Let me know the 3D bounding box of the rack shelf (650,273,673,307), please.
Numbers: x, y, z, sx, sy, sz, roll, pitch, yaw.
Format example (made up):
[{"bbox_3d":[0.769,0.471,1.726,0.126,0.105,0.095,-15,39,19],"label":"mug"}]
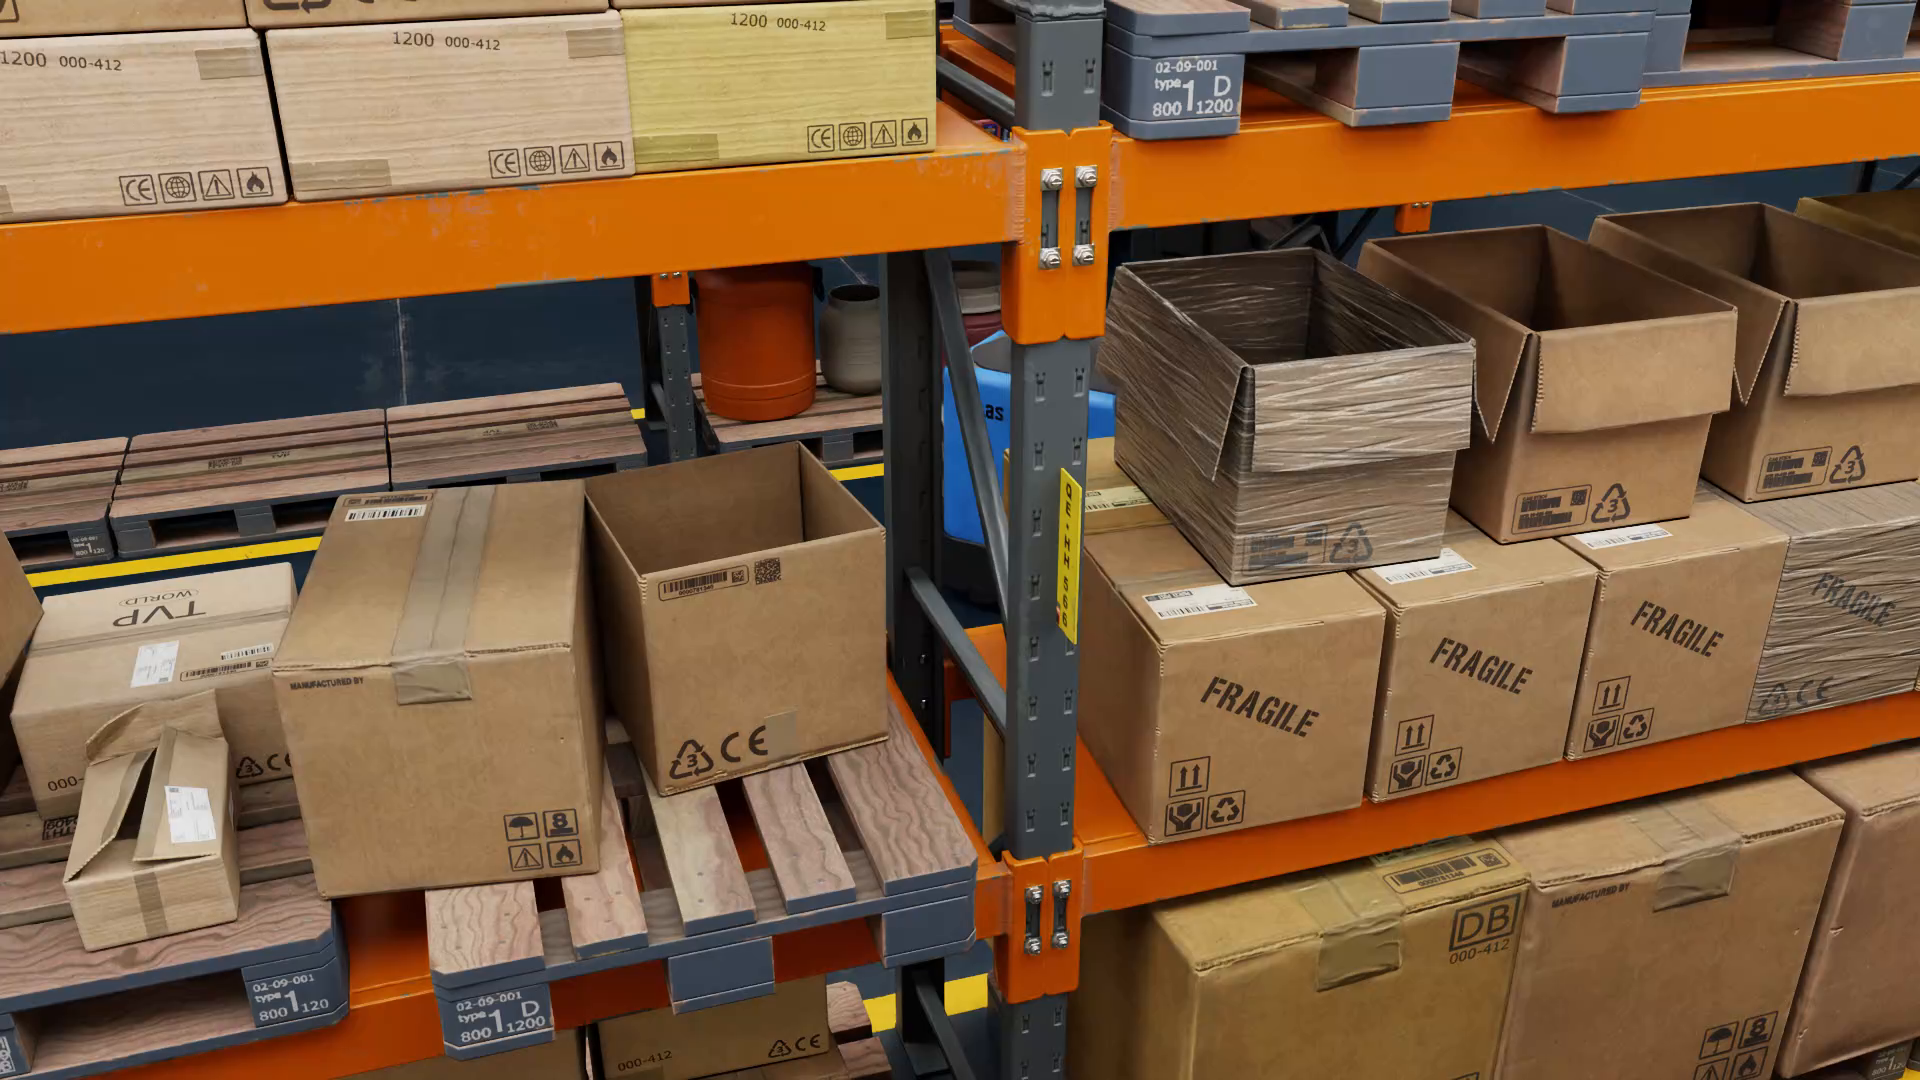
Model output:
[{"bbox_3d":[-3.411,-1.210,7.623,4.000,0.370,1.077,-8,28,-16],"label":"rack shelf"}]

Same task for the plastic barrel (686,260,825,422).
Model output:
[{"bbox_3d":[-1.049,-1.098,8.557,0.708,0.830,0.600,-8,28,-16],"label":"plastic barrel"}]

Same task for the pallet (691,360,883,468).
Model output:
[{"bbox_3d":[-0.773,-0.685,8.892,1.213,0.211,1.003,-8,28,-16],"label":"pallet"}]

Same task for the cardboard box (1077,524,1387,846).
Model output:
[{"bbox_3d":[0.571,0.290,3.680,0.500,0.500,0.500,-7,27,-15],"label":"cardboard box"}]

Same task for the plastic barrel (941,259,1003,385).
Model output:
[{"bbox_3d":[0.024,-1.146,8.924,0.708,0.588,0.600,-8,28,-16],"label":"plastic barrel"}]

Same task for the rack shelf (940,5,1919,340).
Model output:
[{"bbox_3d":[1.926,-1.010,3.847,4.000,0.370,1.077,-8,28,-16],"label":"rack shelf"}]

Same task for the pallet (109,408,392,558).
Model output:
[{"bbox_3d":[-3.416,-0.302,8.121,1.213,0.211,1.003,-8,28,-16],"label":"pallet"}]

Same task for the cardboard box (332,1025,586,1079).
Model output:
[{"bbox_3d":[-1.105,1.056,3.724,0.500,0.250,0.500,-5,27,-10],"label":"cardboard box"}]

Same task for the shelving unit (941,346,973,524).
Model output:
[{"bbox_3d":[-0.008,-0.409,7.561,0.210,0.900,0.258,-8,27,-16],"label":"shelving unit"}]

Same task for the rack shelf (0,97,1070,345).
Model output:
[{"bbox_3d":[-1.877,-0.459,2.738,4.000,0.370,1.077,-8,28,-16],"label":"rack shelf"}]

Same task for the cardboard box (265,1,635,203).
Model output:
[{"bbox_3d":[-0.819,-0.747,2.676,0.500,0.250,0.500,-8,28,-16],"label":"cardboard box"}]

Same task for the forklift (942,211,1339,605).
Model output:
[{"bbox_3d":[1.455,-0.937,6.341,3.031,2.935,1.130,14,30,26],"label":"forklift"}]

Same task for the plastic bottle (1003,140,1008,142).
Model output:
[{"bbox_3d":[0.219,-1.836,8.220,0.097,0.271,0.097,0,26,0],"label":"plastic bottle"}]

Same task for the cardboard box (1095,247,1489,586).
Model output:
[{"bbox_3d":[0.725,-0.301,3.743,0.637,0.503,0.797,-7,27,-14],"label":"cardboard box"}]

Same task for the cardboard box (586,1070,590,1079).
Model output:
[{"bbox_3d":[-1.130,1.392,3.890,0.500,0.500,0.700,-11,28,-20],"label":"cardboard box"}]

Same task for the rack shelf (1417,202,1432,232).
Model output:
[{"bbox_3d":[4.196,-2.312,9.842,4.000,0.370,1.077,-8,28,-16],"label":"rack shelf"}]

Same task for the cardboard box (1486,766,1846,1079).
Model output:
[{"bbox_3d":[1.537,0.844,4.593,0.875,0.875,1.225,-8,28,-16],"label":"cardboard box"}]

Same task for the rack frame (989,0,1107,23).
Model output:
[{"bbox_3d":[0.024,-2.401,2.466,0.127,3.000,1.000,-8,28,-16],"label":"rack frame"}]

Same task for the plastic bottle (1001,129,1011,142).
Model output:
[{"bbox_3d":[0.299,-1.966,8.391,0.185,0.351,0.144,-8,28,-16],"label":"plastic bottle"}]

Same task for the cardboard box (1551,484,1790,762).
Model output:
[{"bbox_3d":[1.547,0.146,3.970,0.500,0.500,0.500,-9,28,-17],"label":"cardboard box"}]

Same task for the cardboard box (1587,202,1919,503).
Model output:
[{"bbox_3d":[1.981,-0.485,4.113,0.637,0.503,0.797,-7,27,-14],"label":"cardboard box"}]

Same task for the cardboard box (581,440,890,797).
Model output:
[{"bbox_3d":[-0.477,0.145,3.500,0.500,0.500,0.500,-12,29,-22],"label":"cardboard box"}]

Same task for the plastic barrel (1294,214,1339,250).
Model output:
[{"bbox_3d":[1.771,-1.539,9.364,0.708,0.901,0.600,-8,28,-16],"label":"plastic barrel"}]

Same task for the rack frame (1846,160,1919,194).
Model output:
[{"bbox_3d":[6.097,-2.909,10.237,0.127,3.000,1.000,-8,28,-16],"label":"rack frame"}]

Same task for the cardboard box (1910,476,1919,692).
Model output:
[{"bbox_3d":[2.500,0.011,4.242,0.500,0.500,0.500,-9,28,-17],"label":"cardboard box"}]

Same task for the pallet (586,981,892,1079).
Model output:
[{"bbox_3d":[-0.719,1.643,4.204,1.213,0.211,1.003,-8,28,-16],"label":"pallet"}]

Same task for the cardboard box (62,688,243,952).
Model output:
[{"bbox_3d":[-1.478,0.502,3.044,0.258,0.266,0.396,-9,28,-18],"label":"cardboard box"}]

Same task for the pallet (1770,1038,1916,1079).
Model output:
[{"bbox_3d":[1.955,1.292,4.909,1.213,0.211,1.003,-8,28,-16],"label":"pallet"}]

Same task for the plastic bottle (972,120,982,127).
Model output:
[{"bbox_3d":[0.050,-2.113,8.765,0.133,0.283,0.061,-8,28,-16],"label":"plastic bottle"}]

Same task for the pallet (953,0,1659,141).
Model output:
[{"bbox_3d":[0.620,-1.083,3.398,1.003,0.211,1.213,-7,27,-14],"label":"pallet"}]

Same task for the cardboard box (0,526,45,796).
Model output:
[{"bbox_3d":[-2.159,0.325,3.133,0.637,0.503,0.797,-5,27,-11],"label":"cardboard box"}]

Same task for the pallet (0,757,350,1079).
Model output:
[{"bbox_3d":[-1.845,0.662,3.258,1.213,0.211,1.003,-8,28,-16],"label":"pallet"}]

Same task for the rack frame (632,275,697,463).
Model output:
[{"bbox_3d":[-1.509,-1.808,8.018,0.127,3.000,1.000,-8,28,-16],"label":"rack frame"}]

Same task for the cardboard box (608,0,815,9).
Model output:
[{"bbox_3d":[-0.352,-1.154,2.654,0.500,0.500,0.500,-8,27,-15],"label":"cardboard box"}]

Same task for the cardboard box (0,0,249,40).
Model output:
[{"bbox_3d":[-1.311,-1.017,2.378,0.500,0.500,0.500,-8,27,-15],"label":"cardboard box"}]
